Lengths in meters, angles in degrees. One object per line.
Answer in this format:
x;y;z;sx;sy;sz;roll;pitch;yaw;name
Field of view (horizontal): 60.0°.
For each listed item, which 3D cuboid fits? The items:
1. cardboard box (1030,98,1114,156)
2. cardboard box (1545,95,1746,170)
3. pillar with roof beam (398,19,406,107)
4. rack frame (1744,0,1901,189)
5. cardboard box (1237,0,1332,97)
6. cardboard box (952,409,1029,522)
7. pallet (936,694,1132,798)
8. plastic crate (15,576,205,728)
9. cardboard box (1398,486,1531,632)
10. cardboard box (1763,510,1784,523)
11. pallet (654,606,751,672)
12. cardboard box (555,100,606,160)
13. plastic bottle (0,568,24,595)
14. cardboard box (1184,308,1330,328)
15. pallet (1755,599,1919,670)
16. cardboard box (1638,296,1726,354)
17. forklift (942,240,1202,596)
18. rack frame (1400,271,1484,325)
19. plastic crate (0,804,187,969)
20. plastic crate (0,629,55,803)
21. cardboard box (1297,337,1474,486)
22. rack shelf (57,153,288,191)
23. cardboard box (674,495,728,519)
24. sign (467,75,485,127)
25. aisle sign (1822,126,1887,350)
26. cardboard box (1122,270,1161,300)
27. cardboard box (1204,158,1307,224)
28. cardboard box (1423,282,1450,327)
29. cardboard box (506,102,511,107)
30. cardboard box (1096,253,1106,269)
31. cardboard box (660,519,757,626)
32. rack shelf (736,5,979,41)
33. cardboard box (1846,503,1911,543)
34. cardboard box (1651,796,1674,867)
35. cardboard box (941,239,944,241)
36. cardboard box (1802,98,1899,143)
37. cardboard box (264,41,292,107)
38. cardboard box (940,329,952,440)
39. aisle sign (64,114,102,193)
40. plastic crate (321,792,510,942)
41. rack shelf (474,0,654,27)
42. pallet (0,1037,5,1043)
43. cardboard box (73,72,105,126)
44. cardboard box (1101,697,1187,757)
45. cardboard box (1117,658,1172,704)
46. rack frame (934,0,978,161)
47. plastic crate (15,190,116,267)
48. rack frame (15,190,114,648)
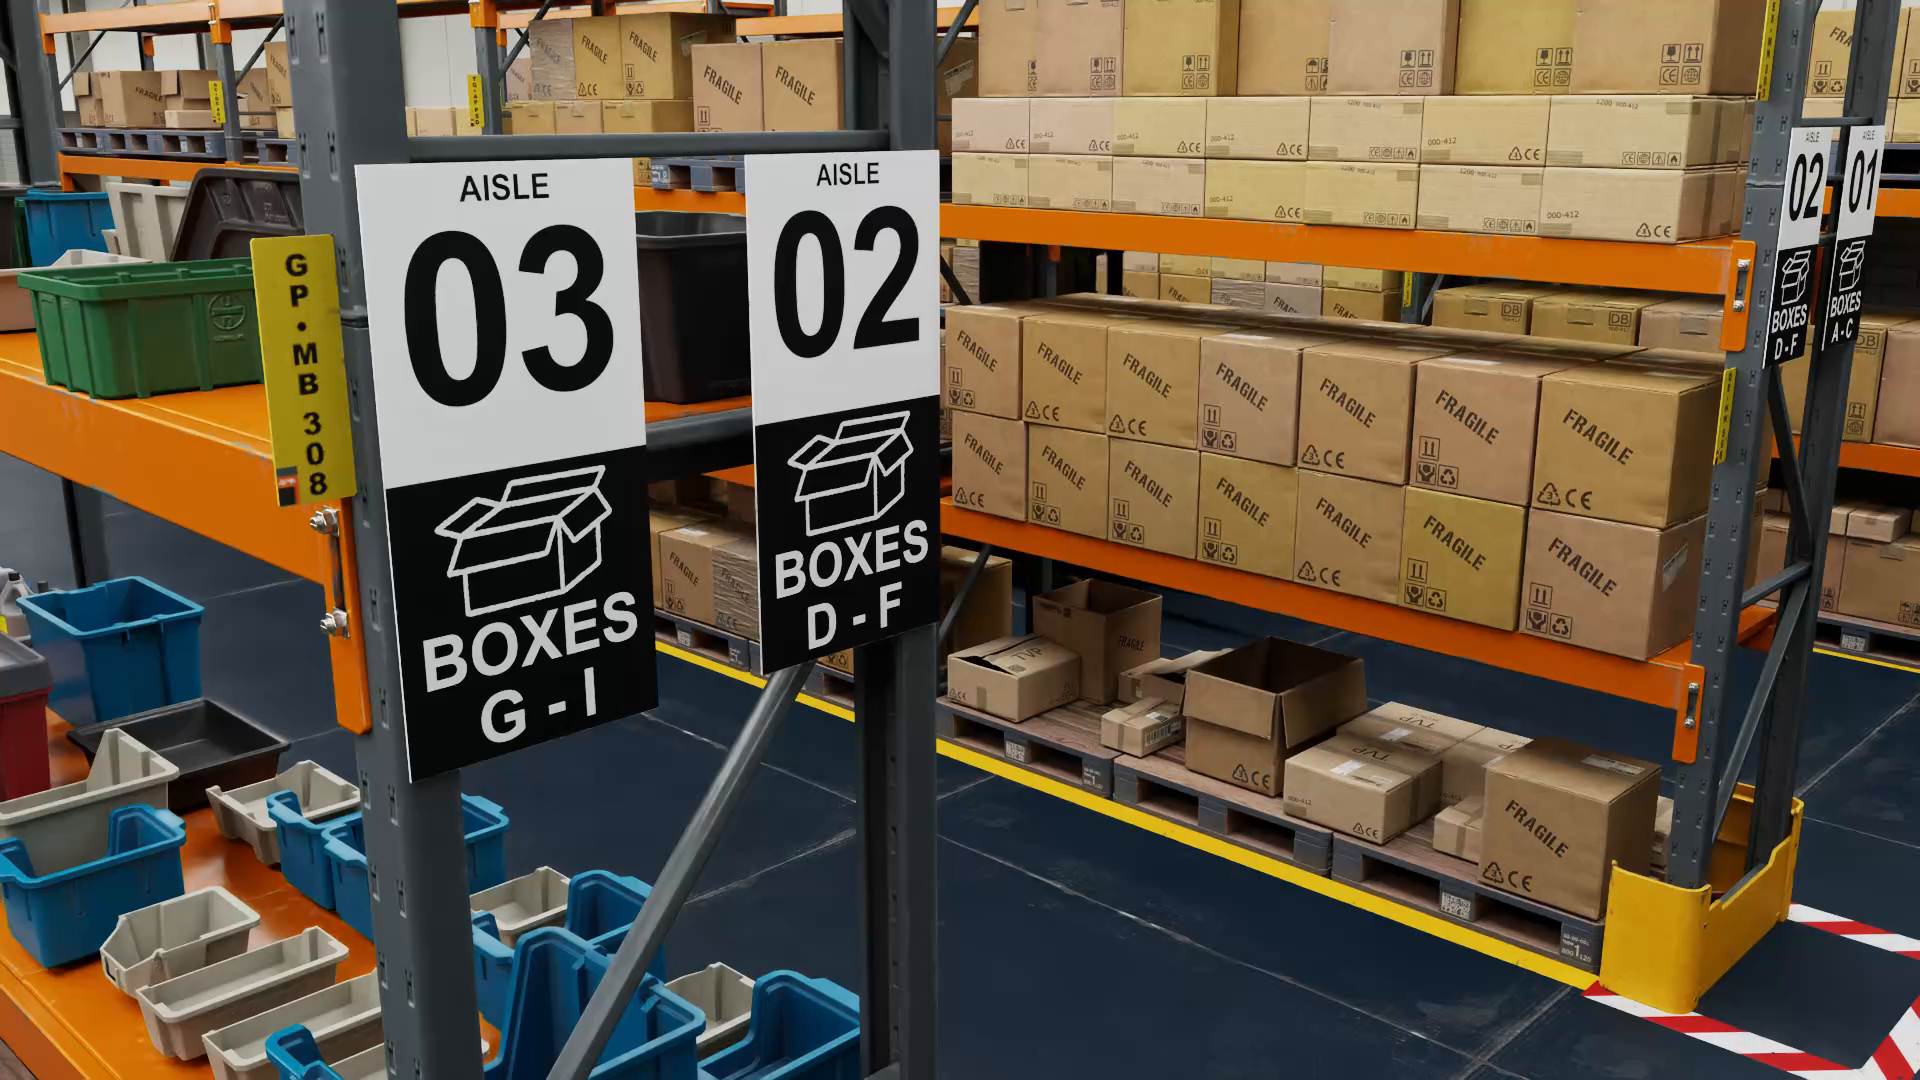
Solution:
0.671;-1.909;7.668;0.500;0.250;0.500;14;20;42;cardboard box
2.465;-1.470;5.983;0.500;0.250;0.500;14;20;42;cardboard box
-11.274;-6.712;20.845;0.400;9.000;9.100;14;20;42;pillar with roof beam
3.012;-2.709;5.481;0.127;3.000;1.000;14;20;42;rack frame
1.600;-2.152;7.111;0.500;0.500;0.700;14;20;42;cardboard box
0.310;-0.416;8.380;0.500;0.500;0.500;-14;20;-43;cardboard box
0.626;0.964;8.814;1.213;0.211;1.003;14;20;42;pallet
-2.736;0.391;5.395;0.575;0.384;0.392;14;20;42;plastic crate
2.124;0.027;6.682;0.500;0.500;0.500;14;20;43;cardboard box
5.151;0.021;11.027;0.500;0.500;0.700;13;19;40;cardboard box
-1.362;0.495;10.615;1.213;0.211;1.003;14;20;42;pallet
-2.043;-2.546;10.608;0.500;0.500;0.910;14;20;42;cardboard box
-3.641;0.238;6.314;0.135;0.276;0.152;14;20;42;plastic bottle
1.409;-0.819;7.945;0.500;0.500;0.500;14;20;43;cardboard box
5.817;0.518;10.525;1.213;0.211;1.003;14;20;42;pallet
4.999;-1.199;10.988;0.700;0.700;0.980;12;19;40;cardboard box
0.919;-1.160;11.569;1.130;2.935;3.031;-14;20;-42;forklift
3.568;-1.406;12.378;0.127;3.000;1.000;14;20;42;rack frame
-2.086;0.832;4.004;0.300;0.233;0.416;14;20;42;plastic crate
-2.840;0.534;4.686;0.583;0.464;0.402;14;20;42;plastic crate
1.760;-0.544;6.890;0.500;0.500;0.500;-14;20;-43;cardboard box
-7.067;-3.359;15.354;4.000;0.370;1.077;14;20;42;rack shelf
-1.539;0.003;11.058;0.500;0.500;0.500;13;19;40;cardboard box
-3.139;-2.847;10.776;0.005;0.325;0.100;14;20;42;sign
3.265;-1.105;6.069;0.004;0.787;0.394;14;20;42;aisle sign
1.587;-1.996;13.815;0.500;0.500;0.500;14;20;42;cardboard box
1.389;-1.492;7.057;0.500;0.250;0.500;14;20;42;cardboard box
3.412;-1.734;12.809;0.500;0.500;0.500;13;19;40;cardboard box
-5.004;-4.911;19.646;0.500;0.500;0.500;-14;20;-43;cardboard box
1.224;-2.450;14.072;0.500;0.250;0.500;13;20;41;cardboard box
-1.500;0.192;10.331;0.500;0.500;0.500;13;19;40;cardboard box
-0.751;-4.817;15.792;4.000;0.370;1.077;14;20;42;rack shelf
5.655;-0.107;10.231;0.250;0.149;0.380;13;20;42;cardboard box
2.949;1.225;7.062;0.250;0.149;0.380;14;20;42;cardboard box
-0.569;-2.661;16.126;0.500;0.500;0.700;14;20;42;cardboard box
5.360;-2.507;9.922;0.500;0.250;0.500;13;19;40;cardboard box
-5.210;-3.736;13.349;0.500;0.500;0.500;14;20;43;cardboard box
-0.054;-0.881;9.333;0.500;0.500;0.700;7;16;24;cardboard box
-8.766;-3.820;16.487;0.004;0.787;0.394;14;20;42;aisle sign
-1.326;0.811;4.083;0.300;0.233;0.416;14;20;42;plastic crate
-1.308;-3.217;9.652;4.000;0.370;1.077;14;20;42;rack shelf
-3.835;1.599;6.375;1.213;0.211;1.003;14;20;42;pallet
-8.096;-4.277;16.134;0.797;0.503;0.637;-13;19;-40;cardboard box
0.914;0.915;8.219;0.250;0.166;0.380;14;20;42;cardboard box
1.051;0.764;8.833;0.250;0.149;0.380;14;20;42;cardboard box
0.132;-3.409;8.168;0.127;3.000;1.000;14;20;42;rack frame
-2.432;-0.877;4.730;0.300;0.233;0.416;14;20;42;plastic crate
-3.309;0.393;5.476;0.127;3.000;1.000;14;20;42;rack frame
